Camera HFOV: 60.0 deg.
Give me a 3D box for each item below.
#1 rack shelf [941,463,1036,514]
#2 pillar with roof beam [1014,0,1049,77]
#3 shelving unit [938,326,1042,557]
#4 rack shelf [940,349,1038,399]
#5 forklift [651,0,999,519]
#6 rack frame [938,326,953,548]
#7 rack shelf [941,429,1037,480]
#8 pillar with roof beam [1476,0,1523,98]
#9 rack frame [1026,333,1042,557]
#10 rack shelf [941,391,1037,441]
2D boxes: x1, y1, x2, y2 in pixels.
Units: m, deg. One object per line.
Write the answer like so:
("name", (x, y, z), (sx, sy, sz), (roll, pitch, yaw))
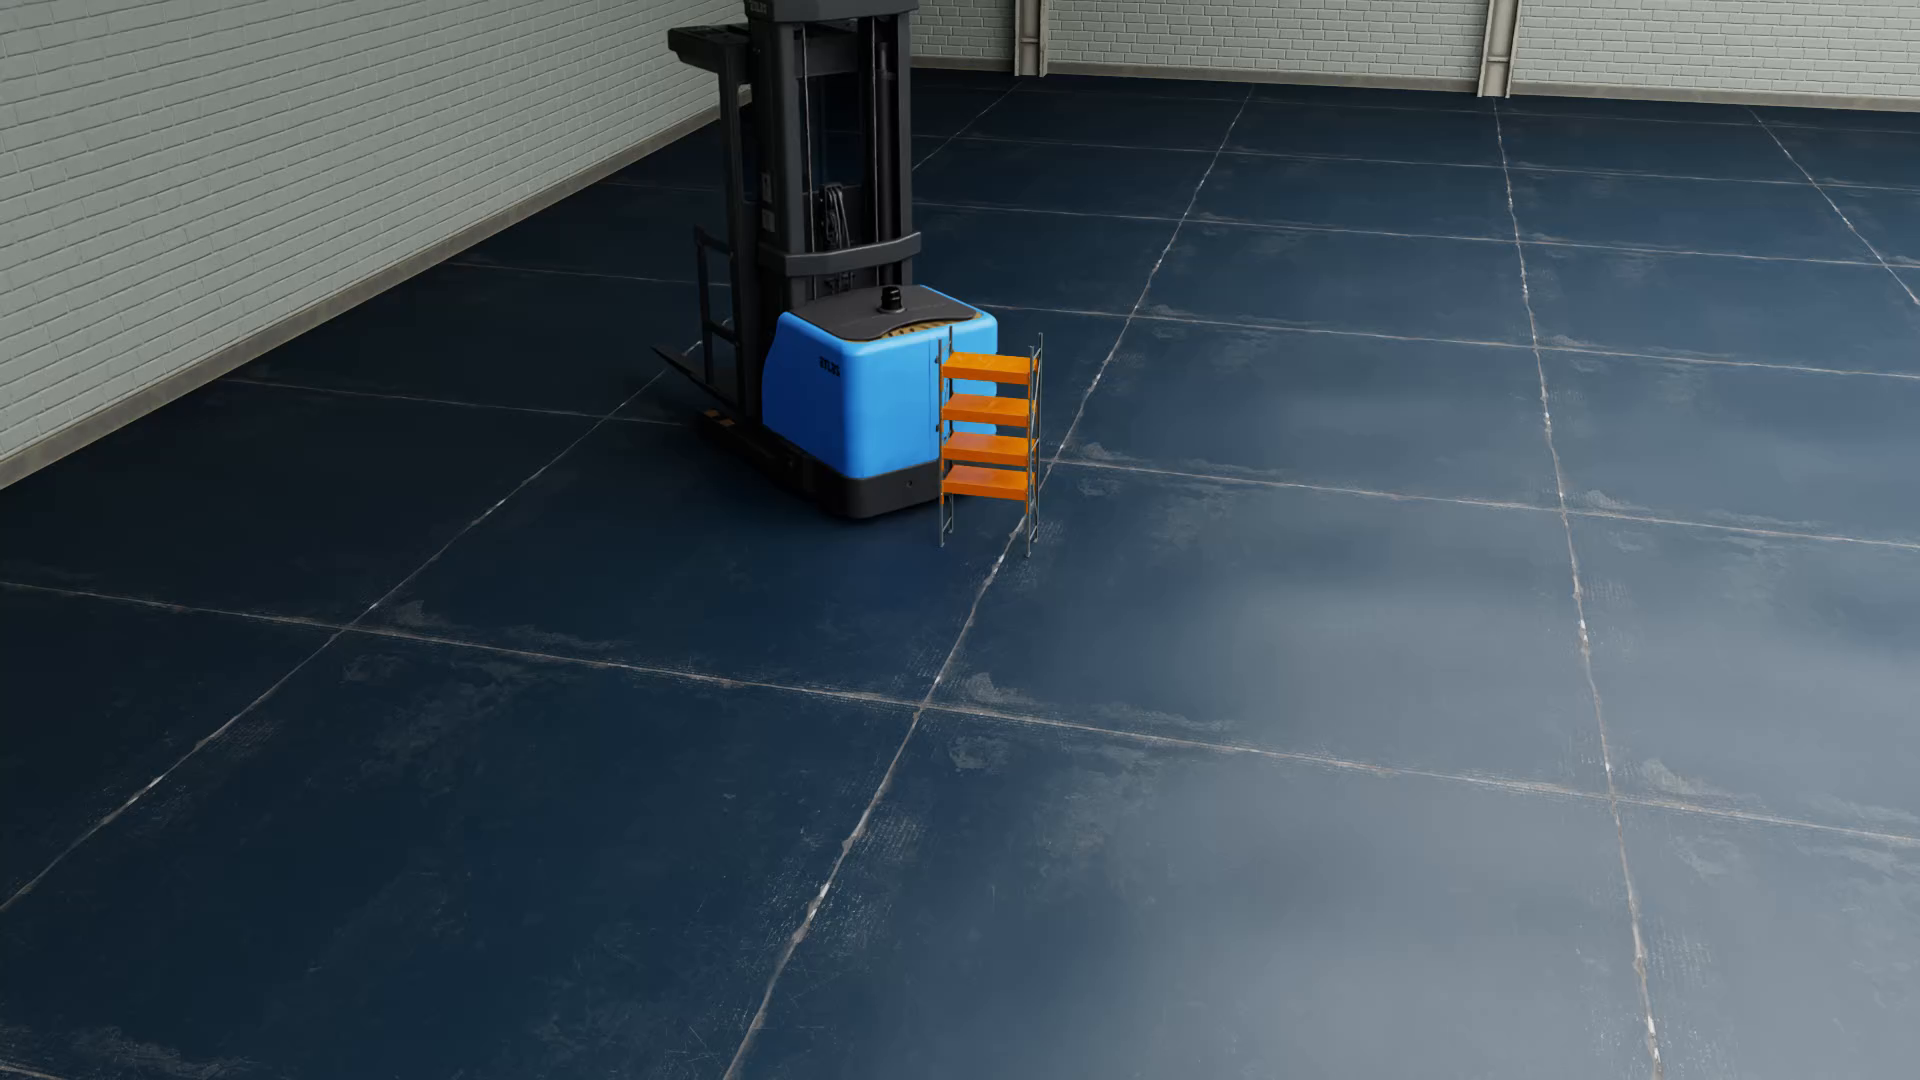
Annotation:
("rack shelf", (0.160, -0.284, 9.069), (0.480, 0.148, 0.258), (6, 26, 13))
("pillar with roof beam", (-0.114, -8.565, 16.772), (0.400, 9.000, 9.100), (6, 26, 13))
("shelving unit", (0.160, -0.524, 8.955), (0.503, 1.200, 0.258), (6, 26, 13))
("rack shelf", (0.160, -0.879, 8.786), (0.480, 0.148, 0.258), (6, 26, 13))
("forklift", (-1.021, -2.024, 10.091), (1.130, 2.935, 3.031), (-16, 30, -31))
("rack frame", (-0.076, -0.550, 9.010), (0.015, 1.200, 0.240), (6, 26, 13))
("rack shelf", (0.160, -0.463, 8.984), (0.480, 0.148, 0.258), (6, 26, 13))
("pillar with roof beam", (5.697, -7.923, 15.423), (0.400, 9.000, 9.100), (6, 26, 13))
("rack frame", (0.397, -0.498, 8.900), (0.015, 1.200, 0.240), (6, 26, 13))
("rack shelf", (0.160, -0.665, 8.888), (0.480, 0.148, 0.258), (6, 26, 13))
